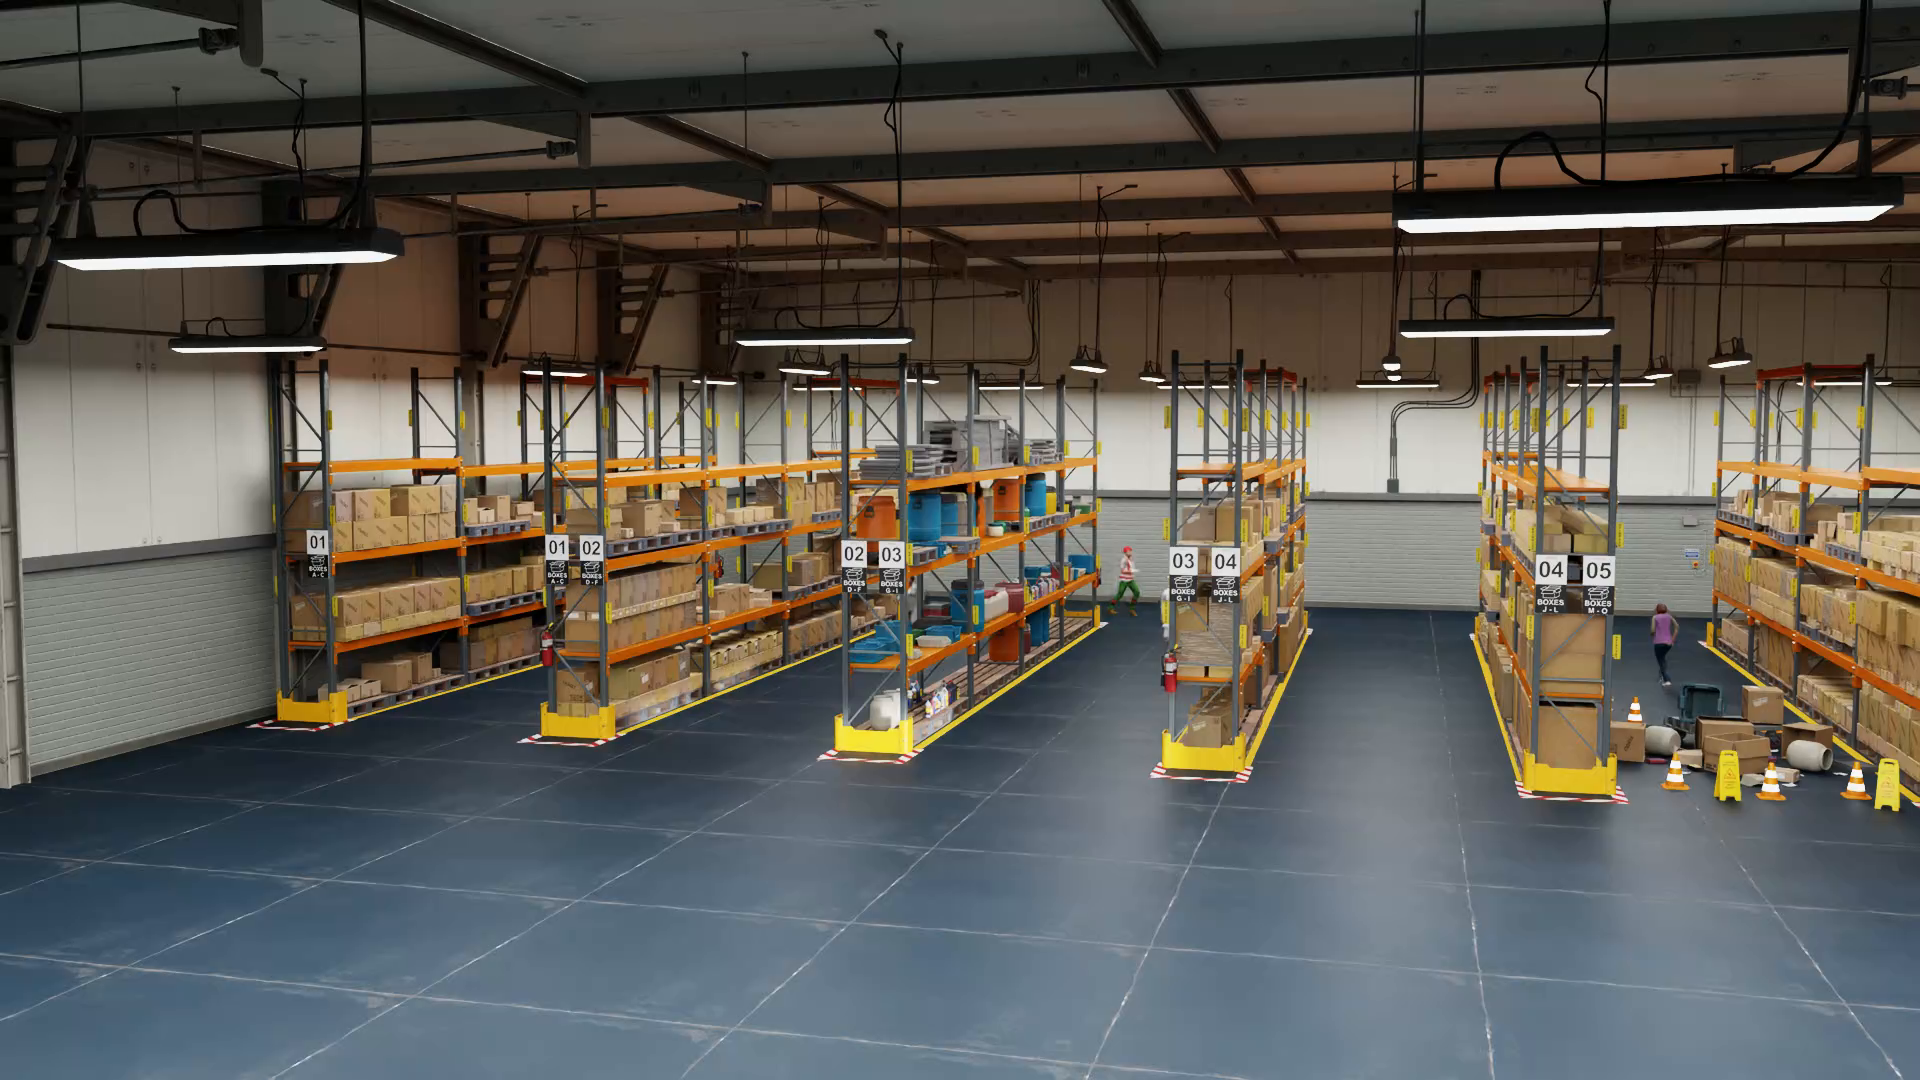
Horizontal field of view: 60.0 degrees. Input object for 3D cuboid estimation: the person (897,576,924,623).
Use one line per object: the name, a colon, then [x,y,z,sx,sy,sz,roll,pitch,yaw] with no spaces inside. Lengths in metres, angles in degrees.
person: [-1.030,1.478,34.395,0.509,1.636,0.784,1,4,14]

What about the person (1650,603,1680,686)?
person: [13.219,1.973,31.253,0.480,1.588,0.760,0,4,-4]

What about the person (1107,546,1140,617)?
person: [4.236,1.062,42.415,0.908,1.820,0.686,3,5,36]

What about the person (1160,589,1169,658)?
person: [4.265,1.594,33.072,0.722,1.674,0.936,2,4,20]
